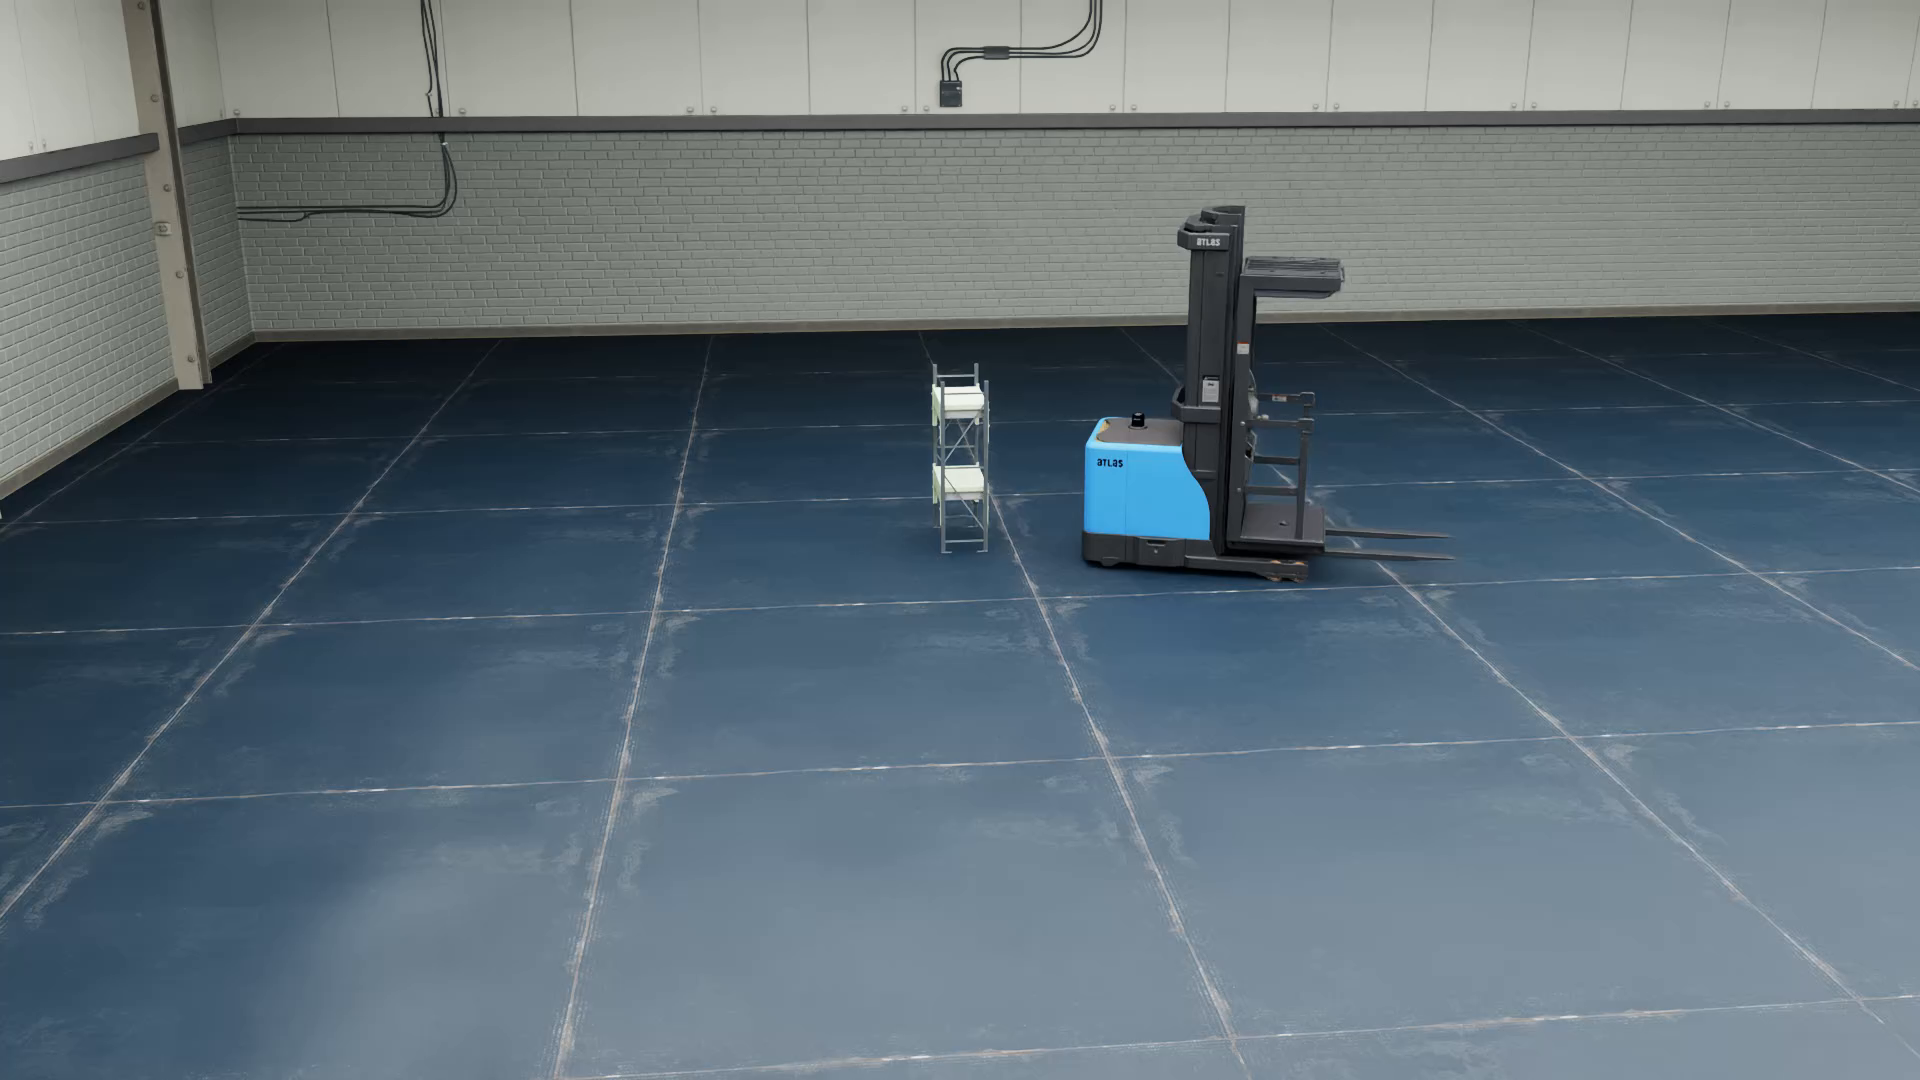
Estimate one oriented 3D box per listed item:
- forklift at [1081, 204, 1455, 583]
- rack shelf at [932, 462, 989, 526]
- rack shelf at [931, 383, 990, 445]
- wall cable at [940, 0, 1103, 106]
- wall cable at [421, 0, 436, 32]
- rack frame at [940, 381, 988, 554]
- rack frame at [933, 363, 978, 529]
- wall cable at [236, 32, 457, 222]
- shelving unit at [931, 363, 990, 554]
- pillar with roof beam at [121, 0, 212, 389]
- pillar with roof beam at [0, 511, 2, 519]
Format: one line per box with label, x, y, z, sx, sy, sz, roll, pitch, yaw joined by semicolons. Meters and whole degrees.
forklift;2.592;-1.225;13.686;3.031;2.935;1.130;4;18;11
rack shelf;-0.001;-0.407;14.556;0.431;0.370;0.720;-2;18;-6
rack shelf;-0.001;-1.090;14.342;0.431;0.370;0.720;-2;18;-6
wall cable;0.868;-9.054;22.814;2.305;6.003;0.169;-2;18;-6
wall cable;-5.885;-8.154;22.379;3.097;2.526;0.112;-2;18;-6
rack frame;0.037;-0.609;14.111;0.400;1.500;0.023;-2;18;-6
rack frame;-0.038;-0.827;14.806;0.400;1.500;0.023;-2;18;-6
wall cable;-8.576;-5.661;22.870;3.097;2.526;0.112;-2;18;-6
shelving unit;-0.001;-0.718;14.459;0.431;1.500;0.755;-2;18;-6
pillar with roof beam;-5.306;-6.357;19.902;9.100;9.000;0.400;-2;18;-6
pillar with roof beam;-4.687;-4.569;14.208;9.100;9.000;0.400;-2;18;-6
